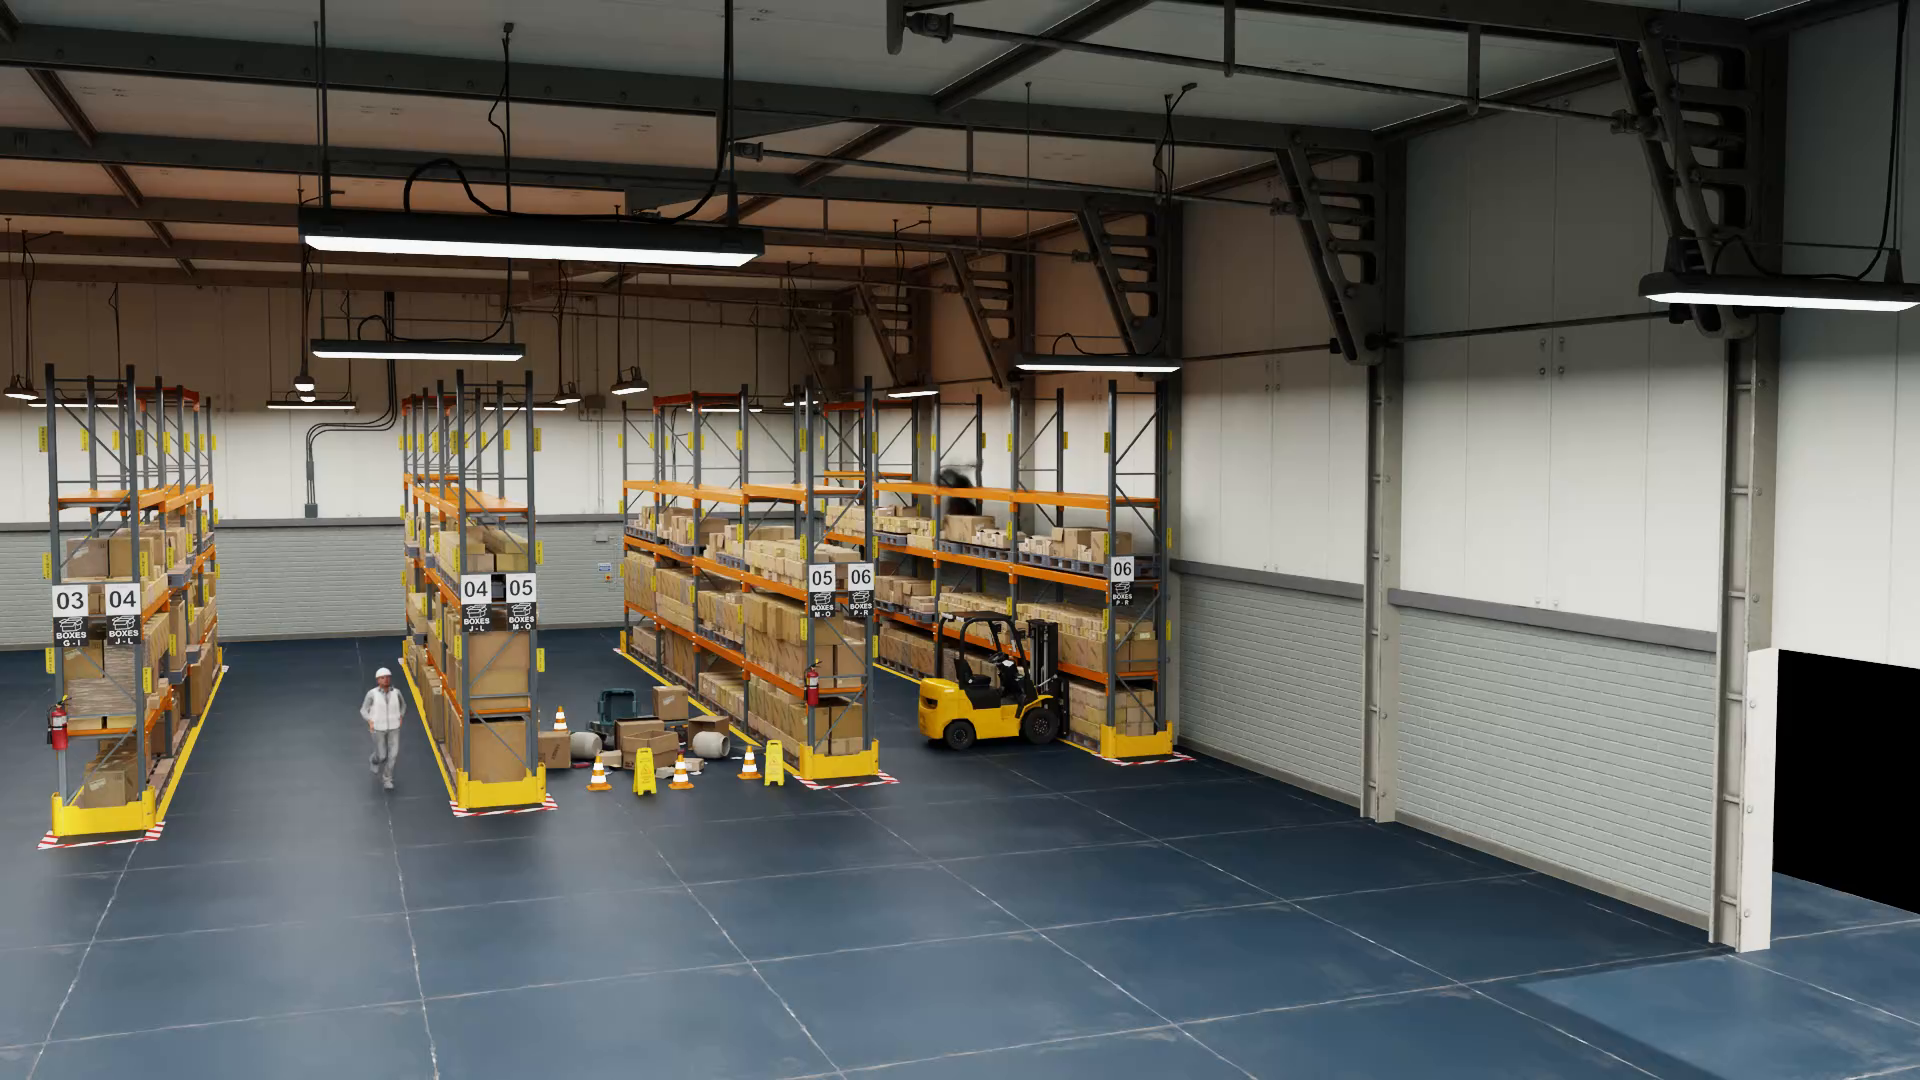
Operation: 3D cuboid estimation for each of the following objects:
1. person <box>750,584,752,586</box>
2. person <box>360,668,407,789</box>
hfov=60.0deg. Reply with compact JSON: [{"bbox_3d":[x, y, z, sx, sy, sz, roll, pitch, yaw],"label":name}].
[{"bbox_3d":[-4.921,1.836,38.575,0.662,1.766,0.984,-2,4,-29],"label":"person"},{"bbox_3d":[-8.371,2.725,24.211,0.659,1.731,0.678,-2,4,-33],"label":"person"}]
